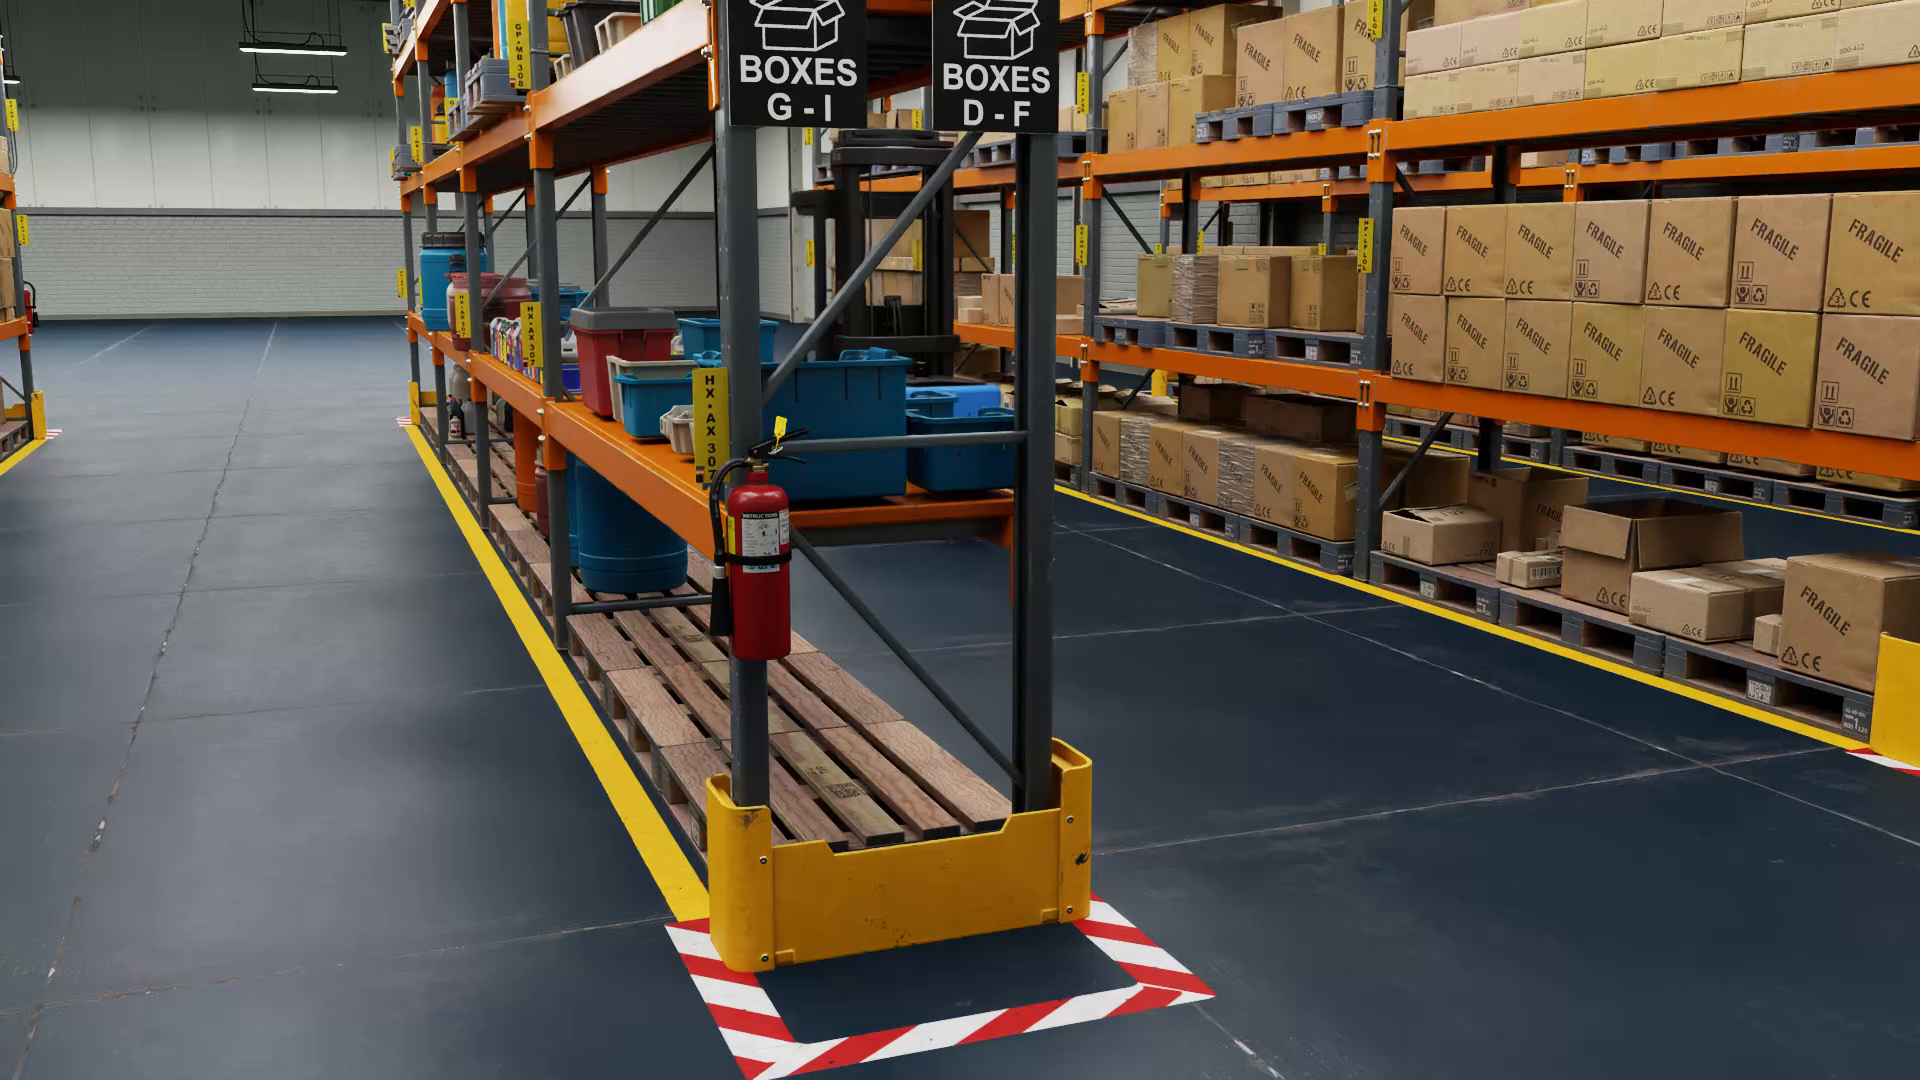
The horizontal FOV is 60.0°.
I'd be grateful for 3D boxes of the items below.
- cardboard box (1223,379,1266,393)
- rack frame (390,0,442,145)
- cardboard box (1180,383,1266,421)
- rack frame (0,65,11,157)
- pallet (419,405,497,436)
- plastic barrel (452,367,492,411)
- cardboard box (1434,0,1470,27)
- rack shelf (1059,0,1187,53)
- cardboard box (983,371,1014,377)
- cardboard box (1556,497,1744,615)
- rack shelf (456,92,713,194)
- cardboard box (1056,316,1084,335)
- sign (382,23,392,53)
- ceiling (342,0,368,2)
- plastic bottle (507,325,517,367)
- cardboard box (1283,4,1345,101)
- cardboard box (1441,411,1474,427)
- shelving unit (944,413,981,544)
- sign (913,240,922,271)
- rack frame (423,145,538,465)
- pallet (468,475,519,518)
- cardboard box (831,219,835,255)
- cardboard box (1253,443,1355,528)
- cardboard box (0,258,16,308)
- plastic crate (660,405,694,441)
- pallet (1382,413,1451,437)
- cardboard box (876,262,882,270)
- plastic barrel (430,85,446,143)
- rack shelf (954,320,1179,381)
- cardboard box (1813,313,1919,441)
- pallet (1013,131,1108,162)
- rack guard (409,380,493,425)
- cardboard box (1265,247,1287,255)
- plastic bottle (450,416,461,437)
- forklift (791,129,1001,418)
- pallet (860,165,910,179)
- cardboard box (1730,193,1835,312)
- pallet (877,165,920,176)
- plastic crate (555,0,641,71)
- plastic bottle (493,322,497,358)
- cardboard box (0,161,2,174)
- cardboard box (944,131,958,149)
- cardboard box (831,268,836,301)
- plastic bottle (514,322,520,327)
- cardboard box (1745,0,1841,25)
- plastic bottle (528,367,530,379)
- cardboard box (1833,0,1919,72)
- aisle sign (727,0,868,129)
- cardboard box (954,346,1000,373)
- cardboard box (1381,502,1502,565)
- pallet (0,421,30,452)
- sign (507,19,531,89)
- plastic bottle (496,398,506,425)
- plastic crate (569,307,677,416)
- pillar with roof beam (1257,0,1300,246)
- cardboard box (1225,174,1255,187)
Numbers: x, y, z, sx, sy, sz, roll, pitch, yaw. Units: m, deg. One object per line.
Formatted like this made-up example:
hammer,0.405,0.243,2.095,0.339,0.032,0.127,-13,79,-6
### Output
cardboard box,3.831,-2.173,21.453,0.700,0.500,0.500,-5,11,-24
rack frame,-5.995,-5.847,19.094,1.000,3.000,0.127,-4,11,-21
cardboard box,2.104,-1.109,13.332,0.500,0.250,0.500,-3,11,-19
rack frame,-10.612,-5.532,17.326,1.000,3.000,0.127,-4,11,-21
pallet,-5.634,-1.378,19.063,1.003,0.211,1.213,-4,11,-21
plastic barrel,-5.504,-1.690,18.763,0.421,0.512,0.421,0,10,0
cardboard box,3.183,-3.189,9.580,0.700,0.500,0.500,-4,11,-21
rack shelf,0.797,-4.630,15.450,1.077,0.370,4.000,-4,11,-21
cardboard box,0.486,-1.635,17.598,0.500,0.311,0.500,-4,11,-21
cardboard box,3.657,0.071,8.829,0.797,0.503,0.637,-4,11,-21
rack shelf,-2.372,-2.383,10.243,1.077,0.370,4.000,-4,11,-21
cardboard box,0.938,-1.907,14.790,0.380,0.149,0.250,-4,11,-21
sign,-6.510,-5.710,18.920,0.100,0.325,0.005,-4,11,-21
ceiling,-18.858,-14.905,44.322,6.000,0.001,6.000,-4,11,-21
plastic bottle,-2.889,-1.261,10.813,0.097,0.271,0.097,0,10,0
cardboard box,2.594,-3.225,11.148,0.600,0.600,0.600,-4,11,-22
cardboard box,5.543,-1.487,17.595,0.700,0.500,0.500,-4,11,-21
shelving unit,0.003,-0.442,11.834,0.258,0.900,0.210,-4,11,-21
sign,-0.444,-2.984,17.430,0.100,0.325,0.005,-4,11,-21
rack frame,-4.546,-2.240,15.948,1.000,3.000,0.127,-4,11,-21
pallet,-3.341,-0.343,13.247,1.003,0.211,1.213,-4,11,-21
cardboard box,-1.201,-3.809,20.779,0.700,0.500,0.500,-4,11,-21
cardboard box,2.354,-0.378,11.359,0.500,0.500,0.500,-4,11,-21
cardboard box,-10.145,-2.609,16.886,0.875,0.500,0.500,-4,11,-21
plastic crate,-1.001,-0.442,6.421,0.298,0.136,0.250,-4,11,-21
pallet,4.971,-1.369,19.013,1.003,0.211,1.213,-4,11,-21
cardboard box,-0.784,-3.204,19.228,0.380,0.149,0.250,-4,11,-19
plastic barrel,-5.701,-4.717,18.881,0.600,0.830,0.708,-4,11,-21
rack shelf,0.797,-1.873,15.940,1.077,0.370,4.000,-4,11,-21
cardboard box,4.005,-0.700,7.006,0.500,0.500,0.500,-4,11,-19
pallet,1.193,-3.390,14.386,1.213,0.211,1.003,-3,11,-18
rack guard,-5.924,-1.653,19.785,1.175,0.500,0.348,-4,11,-21
cardboard box,4.042,-3.313,20.208,0.500,0.500,0.500,-4,11,-21
plastic bottle,-4.968,-1.118,16.377,0.097,0.201,0.097,0,10,0
forklift,-0.692,-1.728,13.266,1.130,2.935,3.031,-4,11,-21
pallet,-0.699,-4.323,19.348,1.003,0.211,1.213,-4,11,-21
cardboard box,3.819,-1.274,7.378,0.500,0.500,0.500,-4,11,-19
pallet,-0.261,-4.125,18.231,1.003,0.211,1.213,-4,11,-21
plastic crate,-1.452,-2.127,7.118,0.497,0.269,0.590,-4,11,-21
plastic bottle,-3.224,-1.412,11.661,0.097,0.271,0.097,0,10,0
cardboard box,-10.016,-3.838,16.793,0.500,0.250,0.500,-4,11,-21
cardboard box,0.136,-4.454,17.948,0.500,0.500,0.500,-3,11,-16
cardboard box,-1.220,-3.179,20.941,0.700,0.500,0.500,-4,11,-21
plastic bottle,-3.000,-1.340,11.258,0.097,0.271,0.097,0,10,0
cardboard box,3.815,-2.393,7.246,0.500,0.250,0.500,-4,11,-21
plastic bottle,-2.522,-1.061,9.889,0.097,0.201,0.097,0,10,0
cardboard box,3.989,-2.065,6.828,0.500,0.250,0.500,-4,11,-21
aisle sign,-0.444,-1.531,4.539,0.394,0.787,0.004,-4,11,-21
cardboard box,0.196,-1.872,18.388,0.500,0.500,0.500,-4,11,-21
cardboard box,2.922,-0.059,10.106,0.500,0.311,0.500,-4,11,-21
pallet,-10.323,-1.059,17.268,1.003,0.211,1.213,-4,11,-21
sign,-2.160,-2.381,8.149,0.100,0.325,0.005,-4,11,-21
plastic bottle,-4.803,-1.360,17.525,0.152,0.276,0.135,-4,11,-21
plastic crate,-1.557,-0.834,7.688,0.402,0.464,0.583,-4,11,-21
pillar with roof beam,0.286,-6.143,20.758,9.100,9.000,0.400,-4,11,-21
cardboard box,3.694,-4.727,21.020,0.500,0.500,0.500,-3,11,-17
